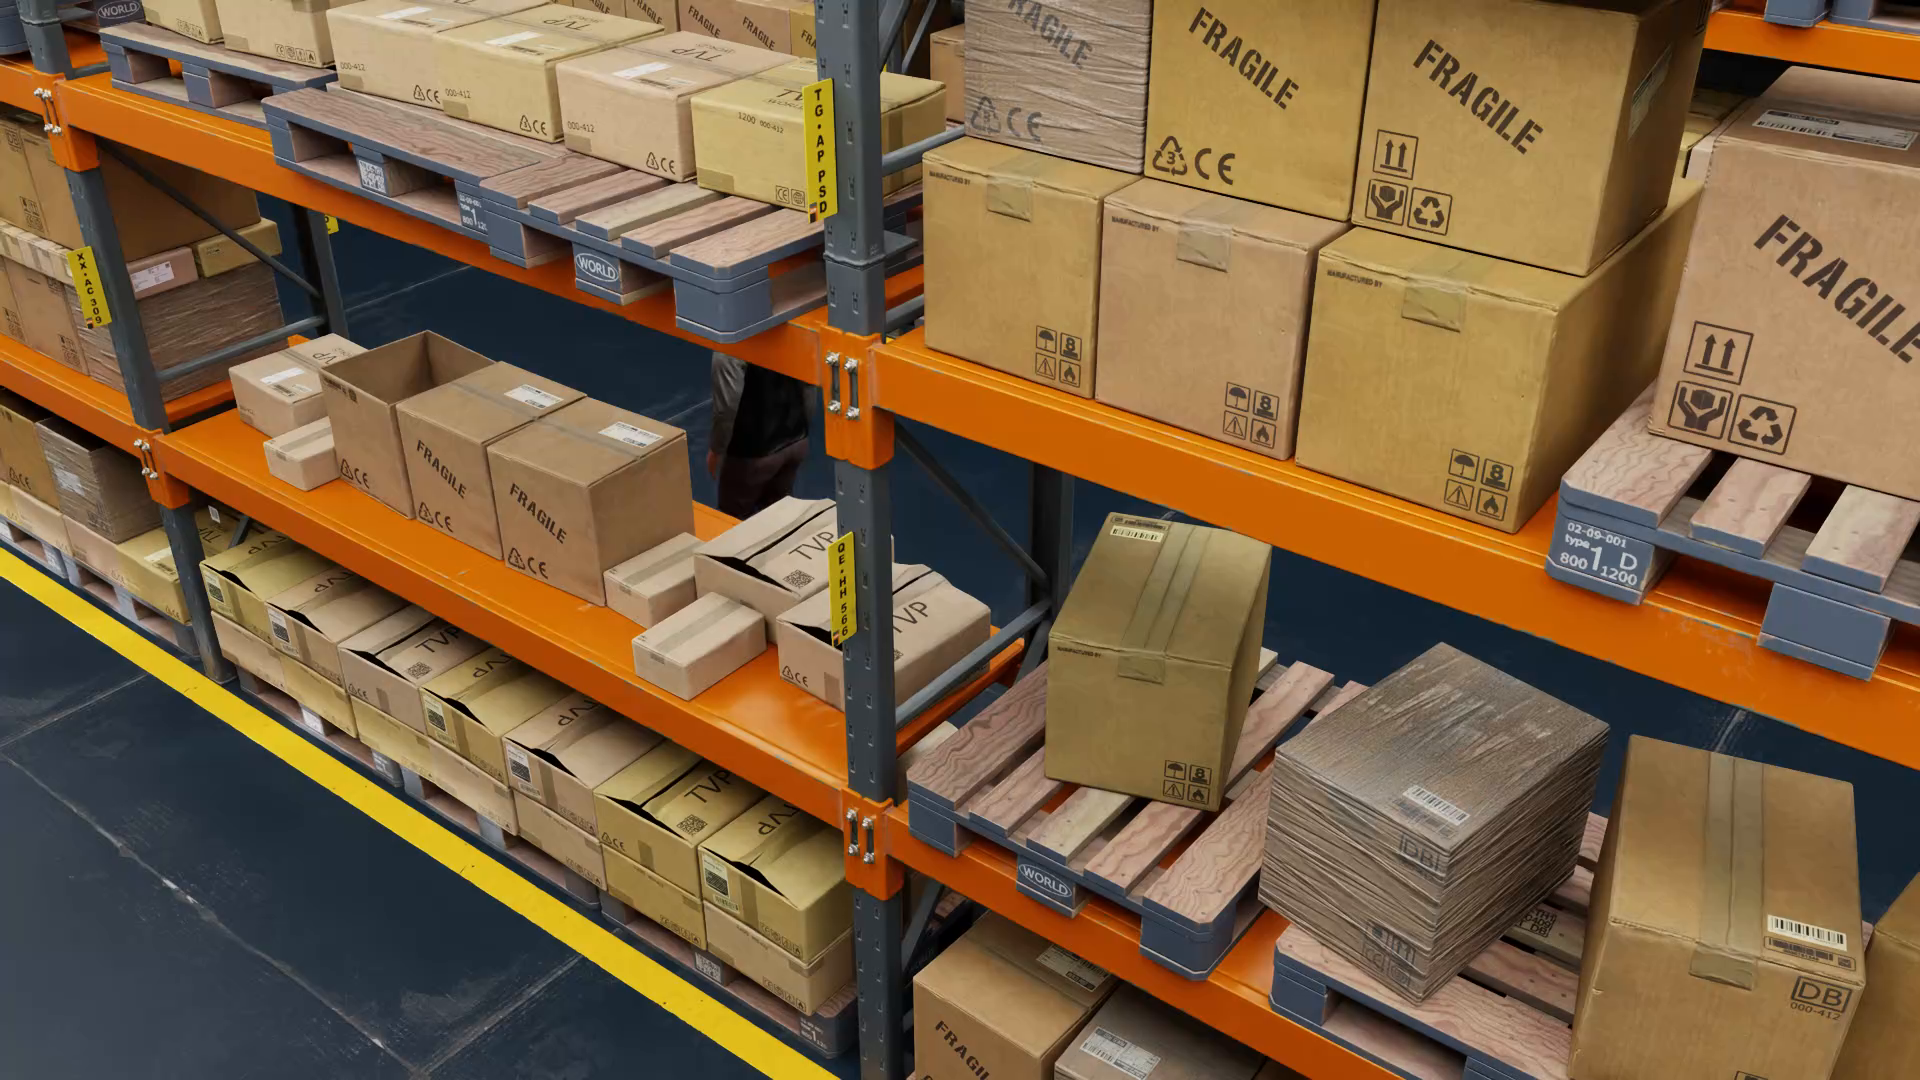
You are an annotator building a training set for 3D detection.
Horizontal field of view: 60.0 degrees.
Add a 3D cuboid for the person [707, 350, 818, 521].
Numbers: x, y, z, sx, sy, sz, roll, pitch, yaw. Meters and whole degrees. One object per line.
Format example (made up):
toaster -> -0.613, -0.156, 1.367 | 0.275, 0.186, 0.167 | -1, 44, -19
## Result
person -> -0.878, -0.426, 7.870 | 0.527, 1.708, 0.602 | 24, 38, 34
